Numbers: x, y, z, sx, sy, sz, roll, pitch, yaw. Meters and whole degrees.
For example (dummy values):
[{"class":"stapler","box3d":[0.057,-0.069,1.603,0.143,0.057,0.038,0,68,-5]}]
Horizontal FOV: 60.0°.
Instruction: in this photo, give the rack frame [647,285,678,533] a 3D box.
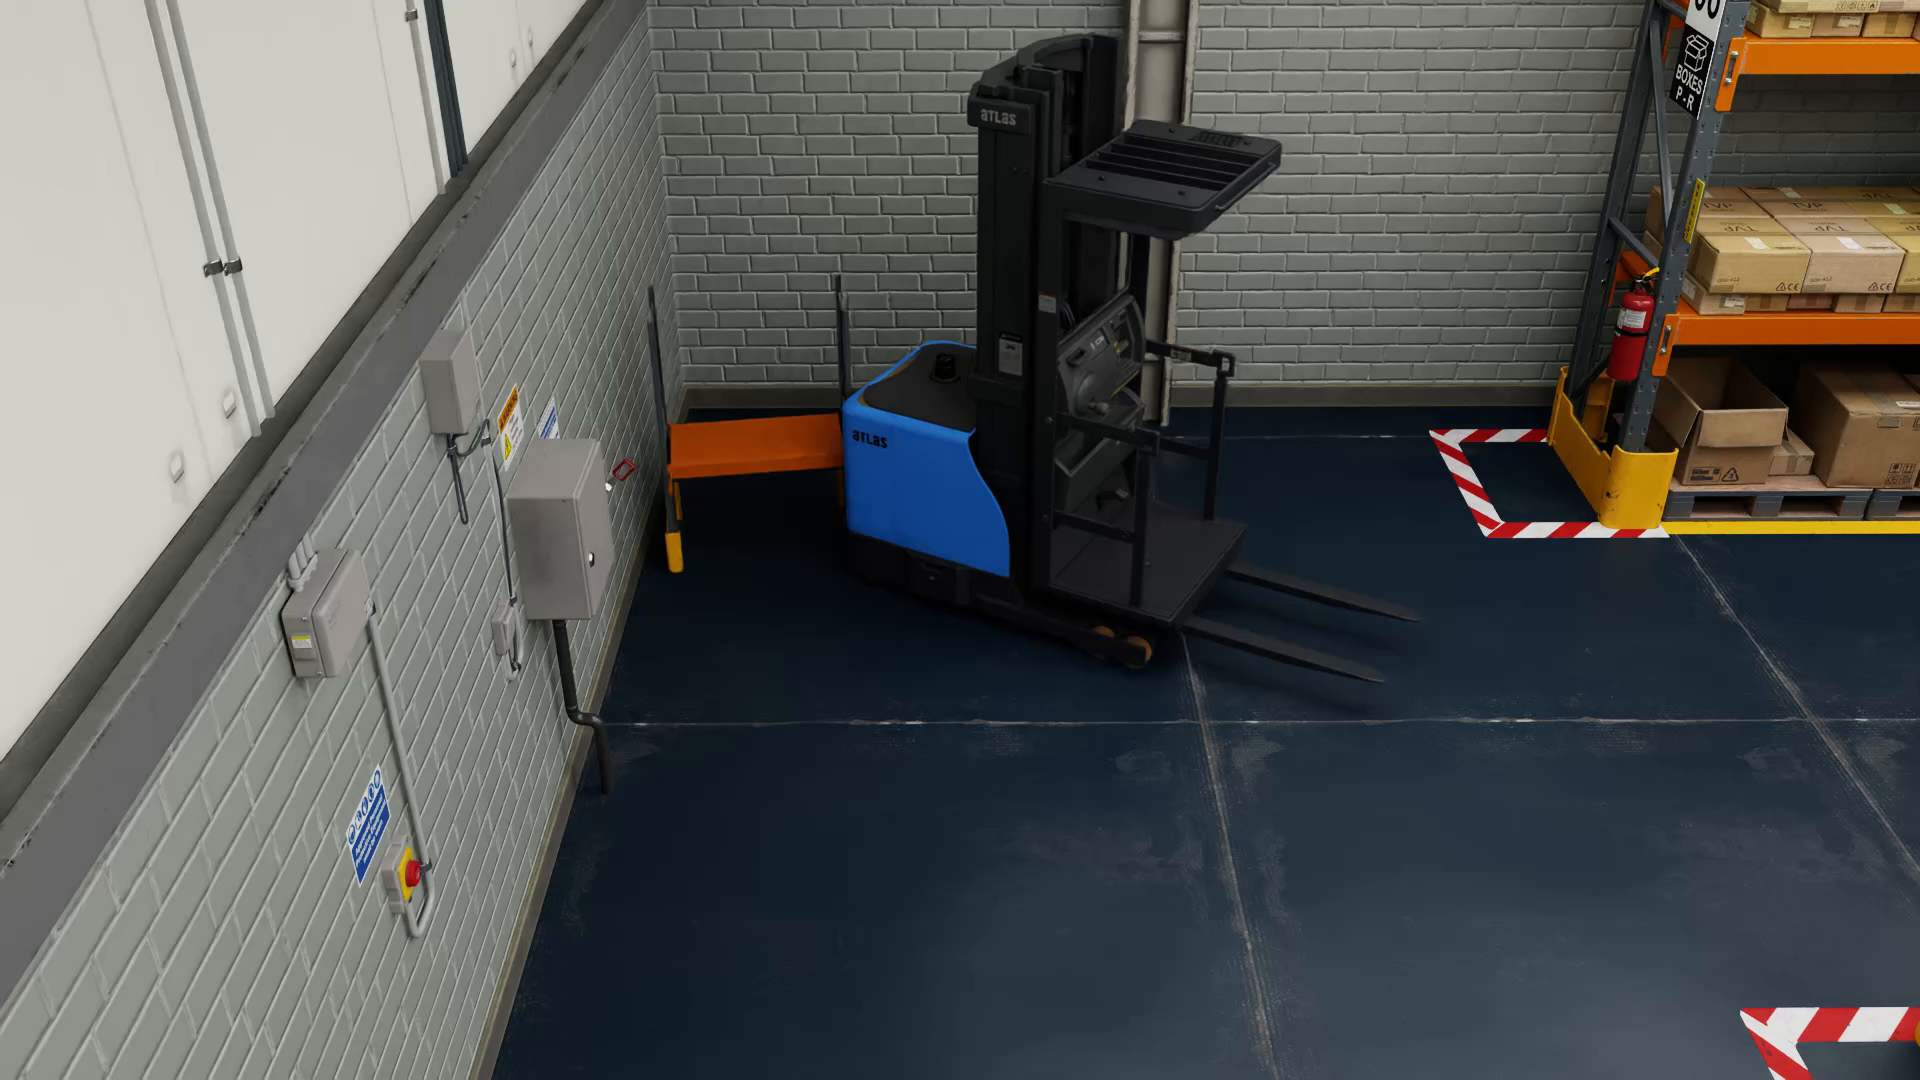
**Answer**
[{"class":"rack frame","box3d":[-1.642,-0.612,9.202,0.032,1.500,0.500,-5,32,-7]}]

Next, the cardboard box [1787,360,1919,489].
[{"class":"cardboard box","box3d":[5.335,-0.695,9.897,0.500,0.500,0.700,1,31,2]}]

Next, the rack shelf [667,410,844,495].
[{"class":"rack shelf","box3d":[-1.139,-0.498,9.361,1.000,0.185,0.538,-5,32,-7]}]

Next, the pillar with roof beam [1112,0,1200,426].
[{"class":"pillar with roof beam","box3d":[1.192,-2.439,4.985,0.400,9.000,9.100,0,31,0]}]

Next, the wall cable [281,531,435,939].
[{"class":"wall cable","box3d":[-1.737,0.508,4.900,0.123,1.953,0.585,0,31,0]}]

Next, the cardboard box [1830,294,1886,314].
[{"class":"cardboard box","box3d":[4.968,-1.413,9.318,0.250,0.149,0.380,1,31,1]}]

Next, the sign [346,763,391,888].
[{"class":"sign","box3d":[-1.798,0.866,5.060,0.001,0.218,0.327,0,31,0]}]

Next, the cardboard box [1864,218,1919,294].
[{"class":"cardboard box","box3d":[5.334,-1.578,9.206,0.500,0.250,0.500,-1,31,-1]}]

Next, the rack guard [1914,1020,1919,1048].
[{"class":"rack guard","box3d":[3.877,1.995,5.869,0.348,0.500,1.175,0,31,0]}]

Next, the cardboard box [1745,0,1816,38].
[{"class":"cardboard box","box3d":[4.188,-2.704,8.554,0.250,0.149,0.380,0,31,1]}]

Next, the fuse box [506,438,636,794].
[{"class":"fuse box","box3d":[-1.604,0.417,7.303,0.414,1.711,0.539,0,31,0]}]

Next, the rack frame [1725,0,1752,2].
[{"class":"rack frame","box3d":[3.868,-4.213,7.908,0.127,3.000,1.000,0,31,0]}]

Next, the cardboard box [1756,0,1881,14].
[{"class":"cardboard box","box3d":[4.313,-2.854,8.417,0.500,0.250,0.500,-1,31,-1]}]

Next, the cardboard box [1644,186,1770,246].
[{"class":"cardboard box","box3d":[4.326,-1.851,9.656,0.500,0.250,0.500,1,31,1]}]

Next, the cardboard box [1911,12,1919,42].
[{"class":"cardboard box","box3d":[4.956,-2.658,8.478,0.250,0.149,0.380,0,31,1]}]

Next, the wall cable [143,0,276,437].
[{"class":"wall cable","box3d":[-1.785,-1.475,3.395,0.029,3.000,0.463,0,31,0]}]

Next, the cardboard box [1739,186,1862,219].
[{"class":"cardboard box","box3d":[4.842,-1.852,9.657,0.500,0.250,0.500,0,31,0]}]

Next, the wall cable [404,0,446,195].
[{"class":"wall cable","box3d":[-1.787,-1.865,4.038,0.029,3.000,2.355,0,31,0]}]

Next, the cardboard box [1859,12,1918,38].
[{"class":"cardboard box","box3d":[4.707,-2.710,8.565,0.250,0.149,0.380,0,31,0]}]

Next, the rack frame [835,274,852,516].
[{"class":"rack frame","box3d":[-0.637,-0.692,9.334,0.032,1.500,0.500,-5,32,-7]}]

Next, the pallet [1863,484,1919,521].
[{"class":"pallet","box3d":[5.958,-0.462,10.197,1.213,0.211,1.003,0,31,0]}]

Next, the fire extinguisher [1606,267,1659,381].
[{"class":"fire extinguisher","box3d":[3.723,-1.216,9.185,0.183,0.674,0.296,0,31,0]}]

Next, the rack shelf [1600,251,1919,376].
[{"class":"rack shelf","box3d":[5.868,-1.347,9.661,4.000,0.370,1.077,0,31,0]}]

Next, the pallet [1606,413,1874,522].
[{"class":"pallet","box3d":[4.741,-0.459,10.193,1.213,0.211,1.003,0,31,0]}]

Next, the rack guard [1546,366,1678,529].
[{"class":"rack guard","box3d":[3.944,-0.580,10.113,0.348,0.500,1.175,0,31,0]}]

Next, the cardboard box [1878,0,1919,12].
[{"class":"cardboard box","box3d":[4.821,-2.866,8.437,0.500,0.250,0.500,0,31,1]}]

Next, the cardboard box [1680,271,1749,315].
[{"class":"cardboard box","box3d":[4.198,-1.400,9.297,0.250,0.149,0.380,0,31,-1]}]

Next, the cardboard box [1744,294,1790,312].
[{"class":"cardboard box","box3d":[4.452,-1.425,9.338,0.250,0.149,0.380,1,31,1]}]

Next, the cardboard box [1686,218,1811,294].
[{"class":"cardboard box","box3d":[4.323,-1.573,9.198,0.500,0.250,0.500,0,31,0]}]

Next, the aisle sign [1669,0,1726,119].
[{"class":"aisle sign","box3d":[3.801,-2.607,8.539,0.004,0.787,0.394,0,31,0]}]

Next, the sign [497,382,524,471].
[{"class":"sign","box3d":[-1.811,-0.458,6.706,0.001,0.242,0.339,0,31,0]}]

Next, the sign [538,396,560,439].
[{"class":"sign","box3d":[-1.814,-0.349,7.414,0.001,0.494,0.329,0,31,0]}]

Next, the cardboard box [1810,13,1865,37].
[{"class":"cardboard box","box3d":[4.450,-2.718,8.578,0.250,0.149,0.380,0,31,1]}]

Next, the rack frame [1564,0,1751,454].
[{"class":"rack frame","box3d":[3.868,-1.649,9.464,0.127,3.000,1.000,0,31,0]}]

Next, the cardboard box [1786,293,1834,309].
[{"class":"cardboard box","box3d":[4.715,-1.444,9.369,0.250,0.149,0.380,-1,31,-1]}]

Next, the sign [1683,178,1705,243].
[{"class":"sign","box3d":[3.871,-1.737,8.776,0.005,0.325,0.100,0,31,0]}]

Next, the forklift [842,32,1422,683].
[{"class":"forklift","box3d":[0.897,-0.906,8.306,3.031,2.935,1.130,16,35,25]}]

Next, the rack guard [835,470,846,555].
[{"class":"rack guard","box3d":[-0.656,-0.156,9.656,0.087,0.250,0.587,-5,32,-7]}]

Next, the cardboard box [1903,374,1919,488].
[{"class":"cardboard box","box3d":[5.864,-0.644,9.814,0.500,0.500,0.500,0,31,1]}]

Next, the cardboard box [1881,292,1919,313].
[{"class":"cardboard box","box3d":[5.233,-1.416,9.324,0.250,0.149,0.380,0,31,0]}]

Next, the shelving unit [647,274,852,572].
[{"class":"shelving unit","box3d":[-1.148,-0.651,9.267,1.083,1.500,0.587,-5,32,-7]}]

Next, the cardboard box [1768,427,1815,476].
[{"class":"cardboard box","box3d":[4.905,-0.543,9.986,0.250,0.149,0.380,-1,31,-2]}]

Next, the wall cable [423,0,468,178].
[{"class":"wall cable","box3d":[-1.766,-3.326,6.410,0.133,3.039,2.988,0,31,0]}]

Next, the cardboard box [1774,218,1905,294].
[{"class":"cardboard box","box3d":[4.827,-1.575,9.201,0.500,0.250,0.500,0,31,0]}]

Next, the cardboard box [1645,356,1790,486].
[{"class":"cardboard box","box3d":[4.480,-0.714,9.925,0.637,0.503,0.797,-1,31,-2]}]

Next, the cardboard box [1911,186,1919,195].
[{"class":"cardboard box","box3d":[5.860,-1.852,9.658,0.500,0.250,0.500,0,31,0]}]

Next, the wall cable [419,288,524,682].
[{"class":"wall cable","box3d":[-1.757,-0.214,6.121,0.122,1.984,0.588,0,31,0]}]

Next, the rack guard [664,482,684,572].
[{"class":"rack guard","box3d":[-1.641,-0.078,9.527,0.087,0.250,0.587,-5,32,-7]}]

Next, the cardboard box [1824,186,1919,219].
[{"class":"cardboard box","box3d":[5.337,-1.851,9.656,0.500,0.250,0.500,1,31,1]}]

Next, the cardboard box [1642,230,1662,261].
[{"class":"cardboard box","box3d":[4.198,-1.681,9.761,0.250,0.149,0.380,-1,31,-1]}]

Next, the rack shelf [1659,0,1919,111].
[{"class":"rack shelf","box3d":[5.868,-2.630,8.883,4.000,0.370,1.077,0,31,0]}]
